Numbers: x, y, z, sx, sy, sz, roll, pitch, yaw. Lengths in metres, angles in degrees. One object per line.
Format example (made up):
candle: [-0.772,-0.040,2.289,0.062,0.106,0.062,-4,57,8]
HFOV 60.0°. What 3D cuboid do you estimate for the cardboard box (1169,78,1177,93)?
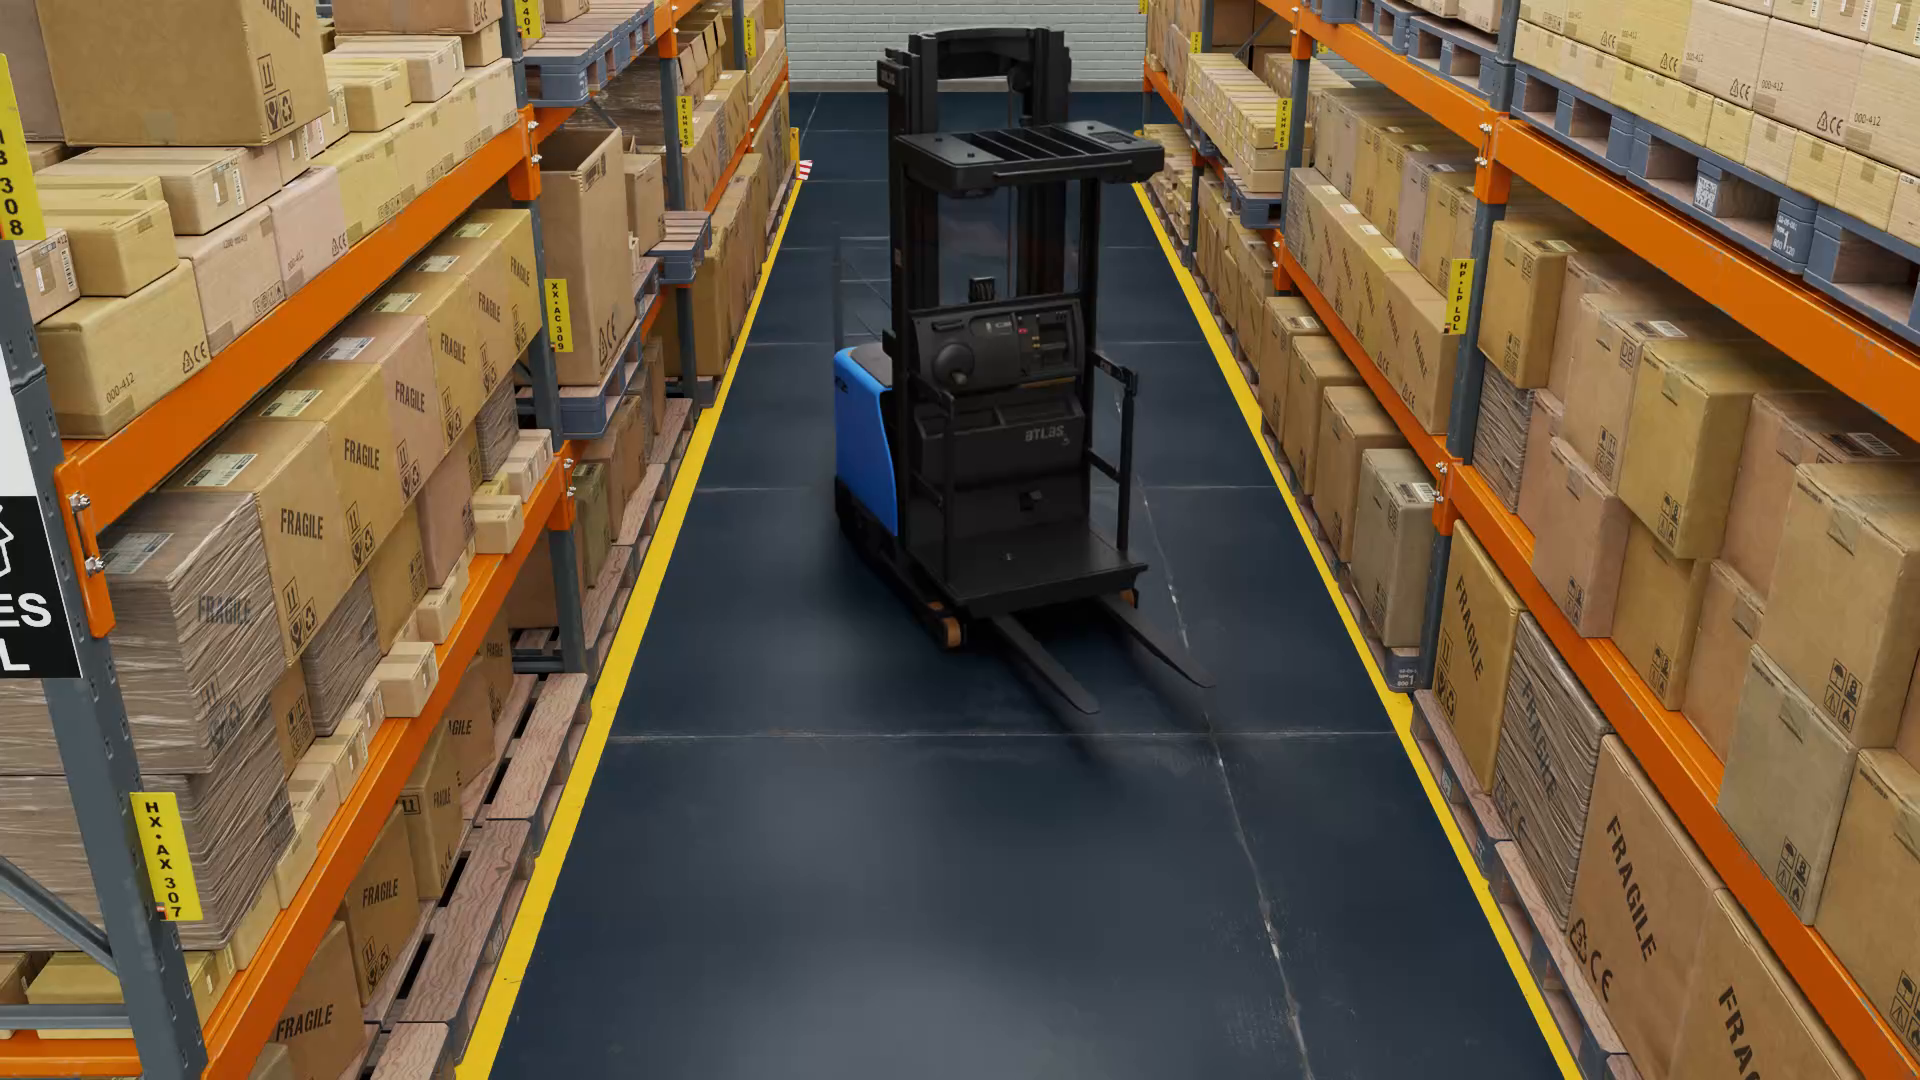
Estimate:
cardboard box: [2.262,-4.495,16.353,0.380,0.149,0.250,0,24,0]

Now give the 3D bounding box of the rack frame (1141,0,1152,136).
rack frame: [2.544,-5.497,18.264,1.000,3.000,0.127,0,24,-1]

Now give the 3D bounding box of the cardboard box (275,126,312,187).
cardboard box: [-1.994,-1.054,4.499,0.380,0.149,0.250,-1,24,-3]

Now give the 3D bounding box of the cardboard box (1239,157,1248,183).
cardboard box: [2.166,-2.581,11.612,0.380,0.149,0.250,0,24,-1]

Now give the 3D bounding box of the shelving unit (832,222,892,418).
shelving unit: [-0.524,-1.129,10.426,0.538,1.500,1.048,-1,24,-3]

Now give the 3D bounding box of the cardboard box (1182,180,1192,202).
cardboard box: [2.281,-3.263,15.552,0.380,0.149,0.250,0,24,0]

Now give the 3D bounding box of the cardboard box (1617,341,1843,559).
cardboard box: [2.649,-0.293,5.265,0.875,0.550,0.500,0,24,-1]

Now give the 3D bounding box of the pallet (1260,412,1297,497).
pallet: [2.565,-0.605,10.831,1.003,0.211,1.213,0,24,-1]

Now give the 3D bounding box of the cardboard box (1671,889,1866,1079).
cardboard box: [2.645,1.593,4.655,0.875,0.875,0.875,0,24,0]

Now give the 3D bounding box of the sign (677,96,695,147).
sign: [-1.787,-2.718,10.810,0.100,0.325,0.005,0,24,-1]

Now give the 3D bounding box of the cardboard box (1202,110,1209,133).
cardboard box: [2.145,-3.336,13.281,0.380,0.149,0.250,-1,24,-3]

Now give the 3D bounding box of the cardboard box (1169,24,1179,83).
cardboard box: [2.291,-4.647,15.902,0.500,0.500,0.500,0,24,-1]

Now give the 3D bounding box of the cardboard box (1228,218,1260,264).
cardboard box: [2.356,-2.293,12.793,0.500,0.250,0.500,0,24,1]

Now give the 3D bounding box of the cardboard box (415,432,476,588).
cardboard box: [-2.266,-0.155,5.971,0.875,0.500,0.500,0,24,-1]

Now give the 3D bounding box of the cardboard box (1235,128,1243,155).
cardboard box: [2.161,-2.833,11.808,0.380,0.149,0.250,0,24,1]

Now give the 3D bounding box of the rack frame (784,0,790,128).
rack frame: [-2.417,-5.516,18.307,1.000,3.000,0.127,0,24,-1]

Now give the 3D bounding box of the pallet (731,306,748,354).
pallet: [-2.273,-1.776,13.421,1.003,0.211,1.213,0,24,-1]

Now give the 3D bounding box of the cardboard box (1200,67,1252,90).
cardboard box: [2.142,-3.709,13.384,0.380,0.149,0.250,-1,24,-1]

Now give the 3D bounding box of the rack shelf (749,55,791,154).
rack shelf: [-2.395,-4.365,16.633,1.077,0.370,4.000,0,24,-1]

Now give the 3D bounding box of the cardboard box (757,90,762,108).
cardboard box: [-2.050,-4.094,15.467,0.380,0.149,0.250,1,24,1]

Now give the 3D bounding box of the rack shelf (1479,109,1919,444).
rack shelf: [2.697,-0.767,5.039,1.077,0.370,4.000,0,24,-1]

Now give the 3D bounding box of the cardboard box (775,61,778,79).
cardboard box: [-2.071,-4.836,17.107,0.380,0.149,0.250,-1,24,-2]

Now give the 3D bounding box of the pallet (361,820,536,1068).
pallet: [-2.227,1.479,6.223,1.003,0.211,1.213,0,24,-1]

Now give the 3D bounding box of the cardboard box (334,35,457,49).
cardboard box: [-2.082,-1.809,6.167,0.380,0.149,0.250,0,24,0]

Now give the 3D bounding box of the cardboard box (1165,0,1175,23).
cardboard box: [2.288,-5.315,16.167,0.500,0.500,0.500,-1,24,-2]

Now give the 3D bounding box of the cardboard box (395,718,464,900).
cardboard box: [-2.222,1.032,6.351,0.500,0.500,0.500,-2,24,-5]

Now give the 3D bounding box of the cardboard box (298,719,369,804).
cardboard box: [-1.997,0.660,4.955,0.380,0.149,0.250,0,24,-1]

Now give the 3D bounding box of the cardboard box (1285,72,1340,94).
cardboard box: [2.794,-3.606,13.156,0.380,0.149,0.250,-1,24,-2]

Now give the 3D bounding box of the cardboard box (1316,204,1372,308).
cardboard box: [2.380,-1.643,9.621,0.500,0.500,0.500,0,24,-1]

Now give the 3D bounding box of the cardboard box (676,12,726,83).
cardboard box: [-2.358,-4.108,13.854,0.797,0.503,0.637,-1,24,-2]

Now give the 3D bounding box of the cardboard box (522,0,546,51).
cardboard box: [-2.192,-2.371,7.077,0.797,0.503,0.637,-1,24,-3]

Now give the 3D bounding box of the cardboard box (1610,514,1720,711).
cardboard box: [2.714,0.199,5.489,0.875,0.550,0.500,0,24,-1]

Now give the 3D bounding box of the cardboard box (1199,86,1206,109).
cardboard box: [2.144,-3.577,13.452,0.380,0.149,0.250,-1,24,-3]

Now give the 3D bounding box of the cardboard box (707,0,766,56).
cardboard box: [-2.130,-4.893,15.840,0.500,0.500,0.500,-1,24,-2]

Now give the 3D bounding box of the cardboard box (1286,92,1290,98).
cardboard box: [2.802,-3.468,13.211,0.380,0.149,0.250,-1,24,-3]

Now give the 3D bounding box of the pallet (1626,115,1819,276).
pallet: [2.684,-1.040,4.877,1.003,0.211,1.213,0,24,-1]

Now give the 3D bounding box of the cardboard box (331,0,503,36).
cardboard box: [-2.026,-2.163,6.164,0.500,0.500,0.500,-1,24,-2]

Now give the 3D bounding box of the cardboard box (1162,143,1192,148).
cardboard box: [2.287,-4.010,17.203,0.380,0.149,0.250,1,24,2]

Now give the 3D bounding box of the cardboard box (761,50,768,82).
cardboard box: [-2.128,-4.549,15.988,0.500,0.250,0.500,0,24,1]

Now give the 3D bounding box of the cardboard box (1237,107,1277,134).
cardboard box: [2.164,-2.960,11.728,0.380,0.149,0.250,0,24,1]

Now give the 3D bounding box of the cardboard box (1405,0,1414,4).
cardboard box: [2.436,-2.837,8.219,0.500,0.311,0.500,-1,24,-2]

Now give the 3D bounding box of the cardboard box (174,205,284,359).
cardboard box: [-2.001,-0.634,4.054,0.500,0.250,0.500,-1,24,-2]

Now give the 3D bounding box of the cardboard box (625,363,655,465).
cardboard box: [-2.283,-0.777,10.327,0.700,0.500,0.500,-2,24,-5]

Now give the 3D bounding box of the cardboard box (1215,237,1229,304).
cardboard box: [2.357,-2.162,13.414,0.500,0.500,0.500,0,24,0]

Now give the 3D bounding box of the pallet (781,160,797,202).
pallet: [-2.330,-3.917,18.154,1.003,0.211,1.213,0,24,-1]

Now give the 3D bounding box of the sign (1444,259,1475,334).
sign: [2.133,-1.037,7.095,0.100,0.325,0.005,0,24,-1]

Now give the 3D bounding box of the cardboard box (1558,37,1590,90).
cardboard box: [2.345,-1.680,5.860,0.380,0.149,0.250,0,24,-1]

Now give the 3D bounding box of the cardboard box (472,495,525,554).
cardboard box: [-1.939,-0.061,6.550,0.380,0.149,0.250,0,24,-1]

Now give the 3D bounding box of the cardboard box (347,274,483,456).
cardboard box: [-1.994,-0.612,5.768,0.500,0.500,0.500,0,24,-1]

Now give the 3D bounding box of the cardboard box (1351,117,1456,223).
cardboard box: [2.641,-2.097,9.412,0.700,0.500,0.500,-1,24,-1]

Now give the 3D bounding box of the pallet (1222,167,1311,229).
pallet: [2.517,-2.406,11.663,1.213,0.211,1.003,0,24,-1]

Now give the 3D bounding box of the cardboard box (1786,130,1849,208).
cardboard box: [2.365,-0.948,4.241,0.380,0.149,0.250,-1,24,-1]

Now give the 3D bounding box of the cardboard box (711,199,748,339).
cardboard box: [-2.318,-2.095,12.811,1.225,0.875,0.875,0,24,0]

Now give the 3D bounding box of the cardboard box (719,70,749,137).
cardboard box: [-2.095,-3.722,14.219,0.500,0.500,0.500,0,24,0]

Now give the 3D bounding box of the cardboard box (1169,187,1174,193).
cardboard box: [2.296,-3.436,16.656,0.380,0.149,0.250,0,24,0]

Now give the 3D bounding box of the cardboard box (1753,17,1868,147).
cardboard box: [2.425,-1.188,4.288,0.500,0.250,0.500,0,24,-1]

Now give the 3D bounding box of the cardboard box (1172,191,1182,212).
cardboard box: [2.231,-3.227,15.834,0.380,0.149,0.250,-1,24,-2]

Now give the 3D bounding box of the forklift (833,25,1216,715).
forklift: [0.294,-0.978,8.356,1.130,2.935,3.031,-10,26,-21]
